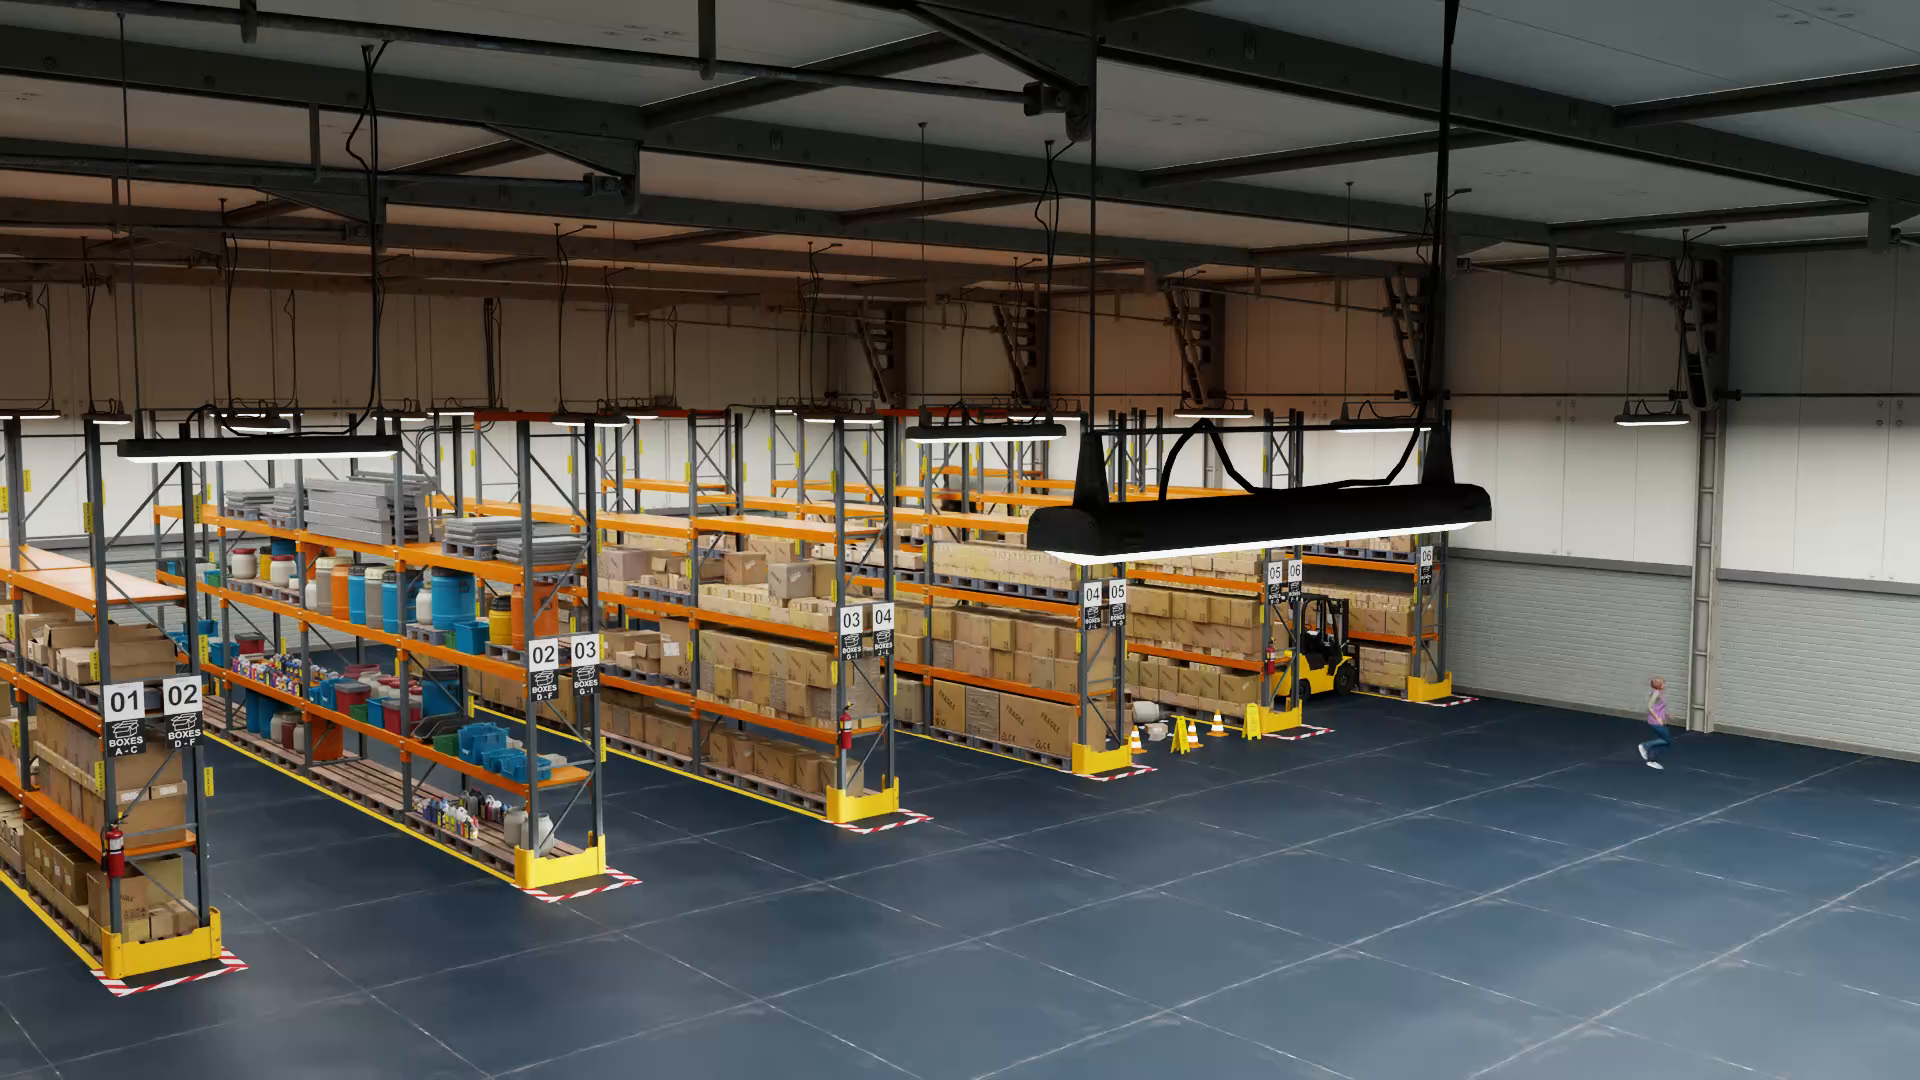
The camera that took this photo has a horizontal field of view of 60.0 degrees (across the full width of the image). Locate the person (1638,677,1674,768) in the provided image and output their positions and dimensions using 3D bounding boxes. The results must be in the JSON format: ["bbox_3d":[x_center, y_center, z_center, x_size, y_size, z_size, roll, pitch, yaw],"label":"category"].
[{"bbox_3d":[11.802,3.106,28.190,0.541,1.546,0.547,2,5,23],"label":"person"}]

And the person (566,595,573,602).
[{"bbox_3d":[-9.416,1.933,40.378,0.708,1.709,0.831,4,6,37],"label":"person"}]
